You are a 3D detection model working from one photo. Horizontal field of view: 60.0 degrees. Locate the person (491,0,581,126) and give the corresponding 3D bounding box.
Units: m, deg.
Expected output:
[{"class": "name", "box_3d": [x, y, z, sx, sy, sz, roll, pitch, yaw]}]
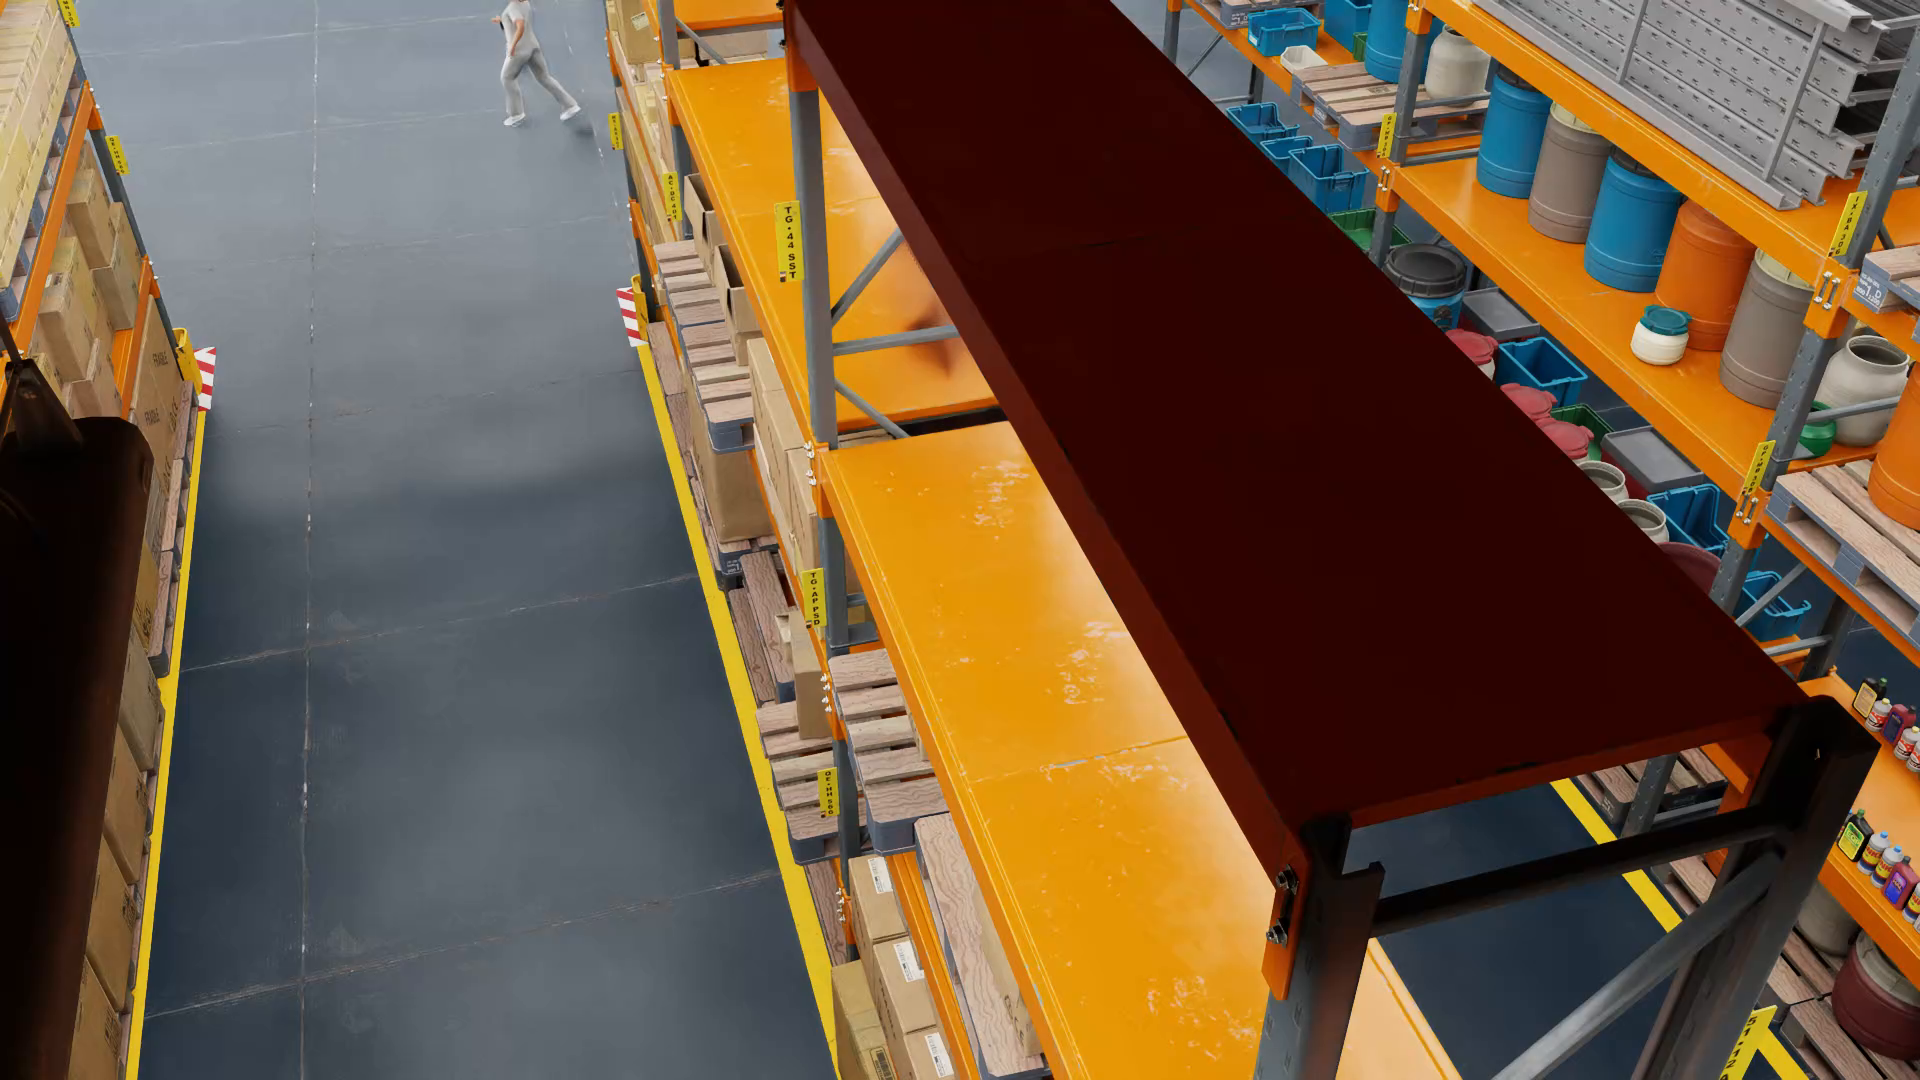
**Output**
[{"class": "person", "box_3d": [-4.702, -5.294, 18.164, 0.915, 1.707, 0.574, 13, 40, 16]}]
